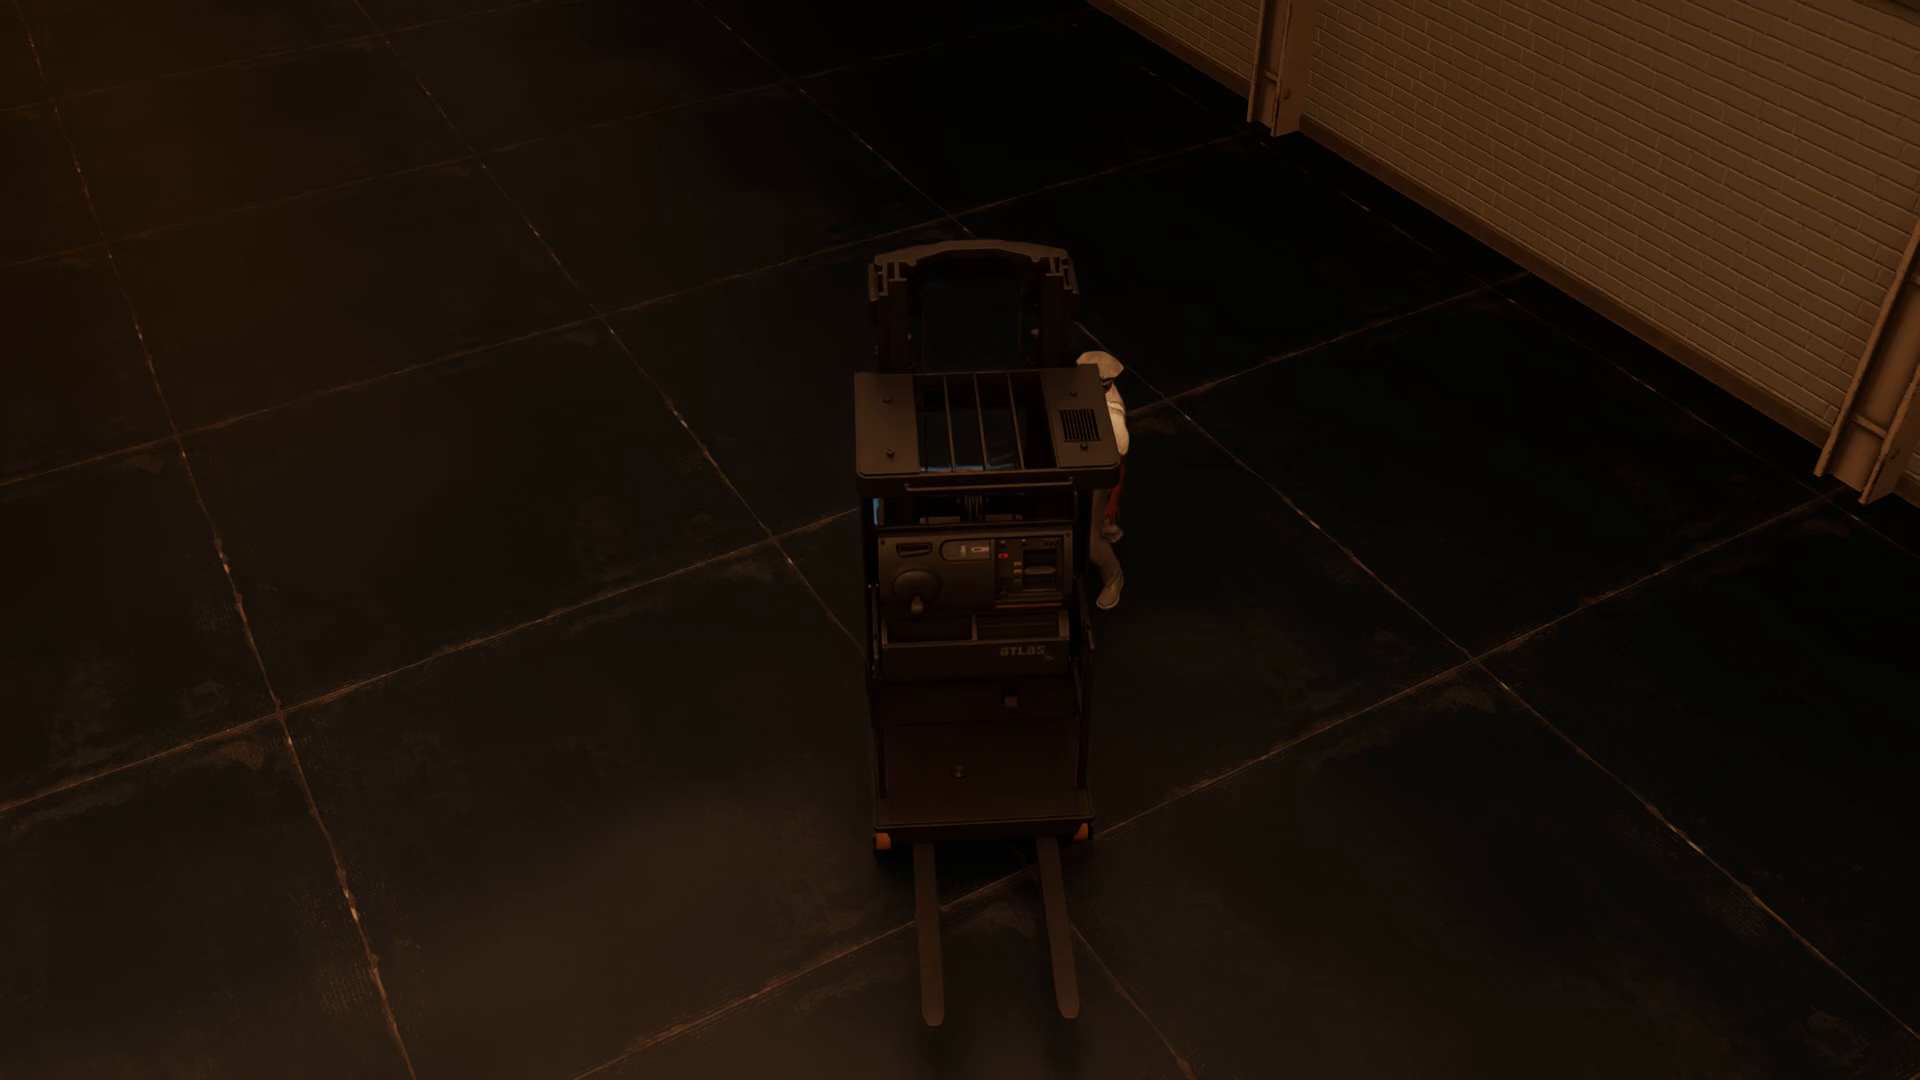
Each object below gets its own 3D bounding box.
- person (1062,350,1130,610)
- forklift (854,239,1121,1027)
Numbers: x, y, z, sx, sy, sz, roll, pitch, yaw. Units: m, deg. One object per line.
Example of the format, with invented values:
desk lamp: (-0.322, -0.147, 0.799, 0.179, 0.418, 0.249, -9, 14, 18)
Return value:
person: (0.818, -0.452, 9.647, 0.466, 1.592, 0.817, -10, 41, -12)
forklift: (0.092, 0.224, 7.766, 1.130, 2.935, 3.031, -2, 40, -3)
